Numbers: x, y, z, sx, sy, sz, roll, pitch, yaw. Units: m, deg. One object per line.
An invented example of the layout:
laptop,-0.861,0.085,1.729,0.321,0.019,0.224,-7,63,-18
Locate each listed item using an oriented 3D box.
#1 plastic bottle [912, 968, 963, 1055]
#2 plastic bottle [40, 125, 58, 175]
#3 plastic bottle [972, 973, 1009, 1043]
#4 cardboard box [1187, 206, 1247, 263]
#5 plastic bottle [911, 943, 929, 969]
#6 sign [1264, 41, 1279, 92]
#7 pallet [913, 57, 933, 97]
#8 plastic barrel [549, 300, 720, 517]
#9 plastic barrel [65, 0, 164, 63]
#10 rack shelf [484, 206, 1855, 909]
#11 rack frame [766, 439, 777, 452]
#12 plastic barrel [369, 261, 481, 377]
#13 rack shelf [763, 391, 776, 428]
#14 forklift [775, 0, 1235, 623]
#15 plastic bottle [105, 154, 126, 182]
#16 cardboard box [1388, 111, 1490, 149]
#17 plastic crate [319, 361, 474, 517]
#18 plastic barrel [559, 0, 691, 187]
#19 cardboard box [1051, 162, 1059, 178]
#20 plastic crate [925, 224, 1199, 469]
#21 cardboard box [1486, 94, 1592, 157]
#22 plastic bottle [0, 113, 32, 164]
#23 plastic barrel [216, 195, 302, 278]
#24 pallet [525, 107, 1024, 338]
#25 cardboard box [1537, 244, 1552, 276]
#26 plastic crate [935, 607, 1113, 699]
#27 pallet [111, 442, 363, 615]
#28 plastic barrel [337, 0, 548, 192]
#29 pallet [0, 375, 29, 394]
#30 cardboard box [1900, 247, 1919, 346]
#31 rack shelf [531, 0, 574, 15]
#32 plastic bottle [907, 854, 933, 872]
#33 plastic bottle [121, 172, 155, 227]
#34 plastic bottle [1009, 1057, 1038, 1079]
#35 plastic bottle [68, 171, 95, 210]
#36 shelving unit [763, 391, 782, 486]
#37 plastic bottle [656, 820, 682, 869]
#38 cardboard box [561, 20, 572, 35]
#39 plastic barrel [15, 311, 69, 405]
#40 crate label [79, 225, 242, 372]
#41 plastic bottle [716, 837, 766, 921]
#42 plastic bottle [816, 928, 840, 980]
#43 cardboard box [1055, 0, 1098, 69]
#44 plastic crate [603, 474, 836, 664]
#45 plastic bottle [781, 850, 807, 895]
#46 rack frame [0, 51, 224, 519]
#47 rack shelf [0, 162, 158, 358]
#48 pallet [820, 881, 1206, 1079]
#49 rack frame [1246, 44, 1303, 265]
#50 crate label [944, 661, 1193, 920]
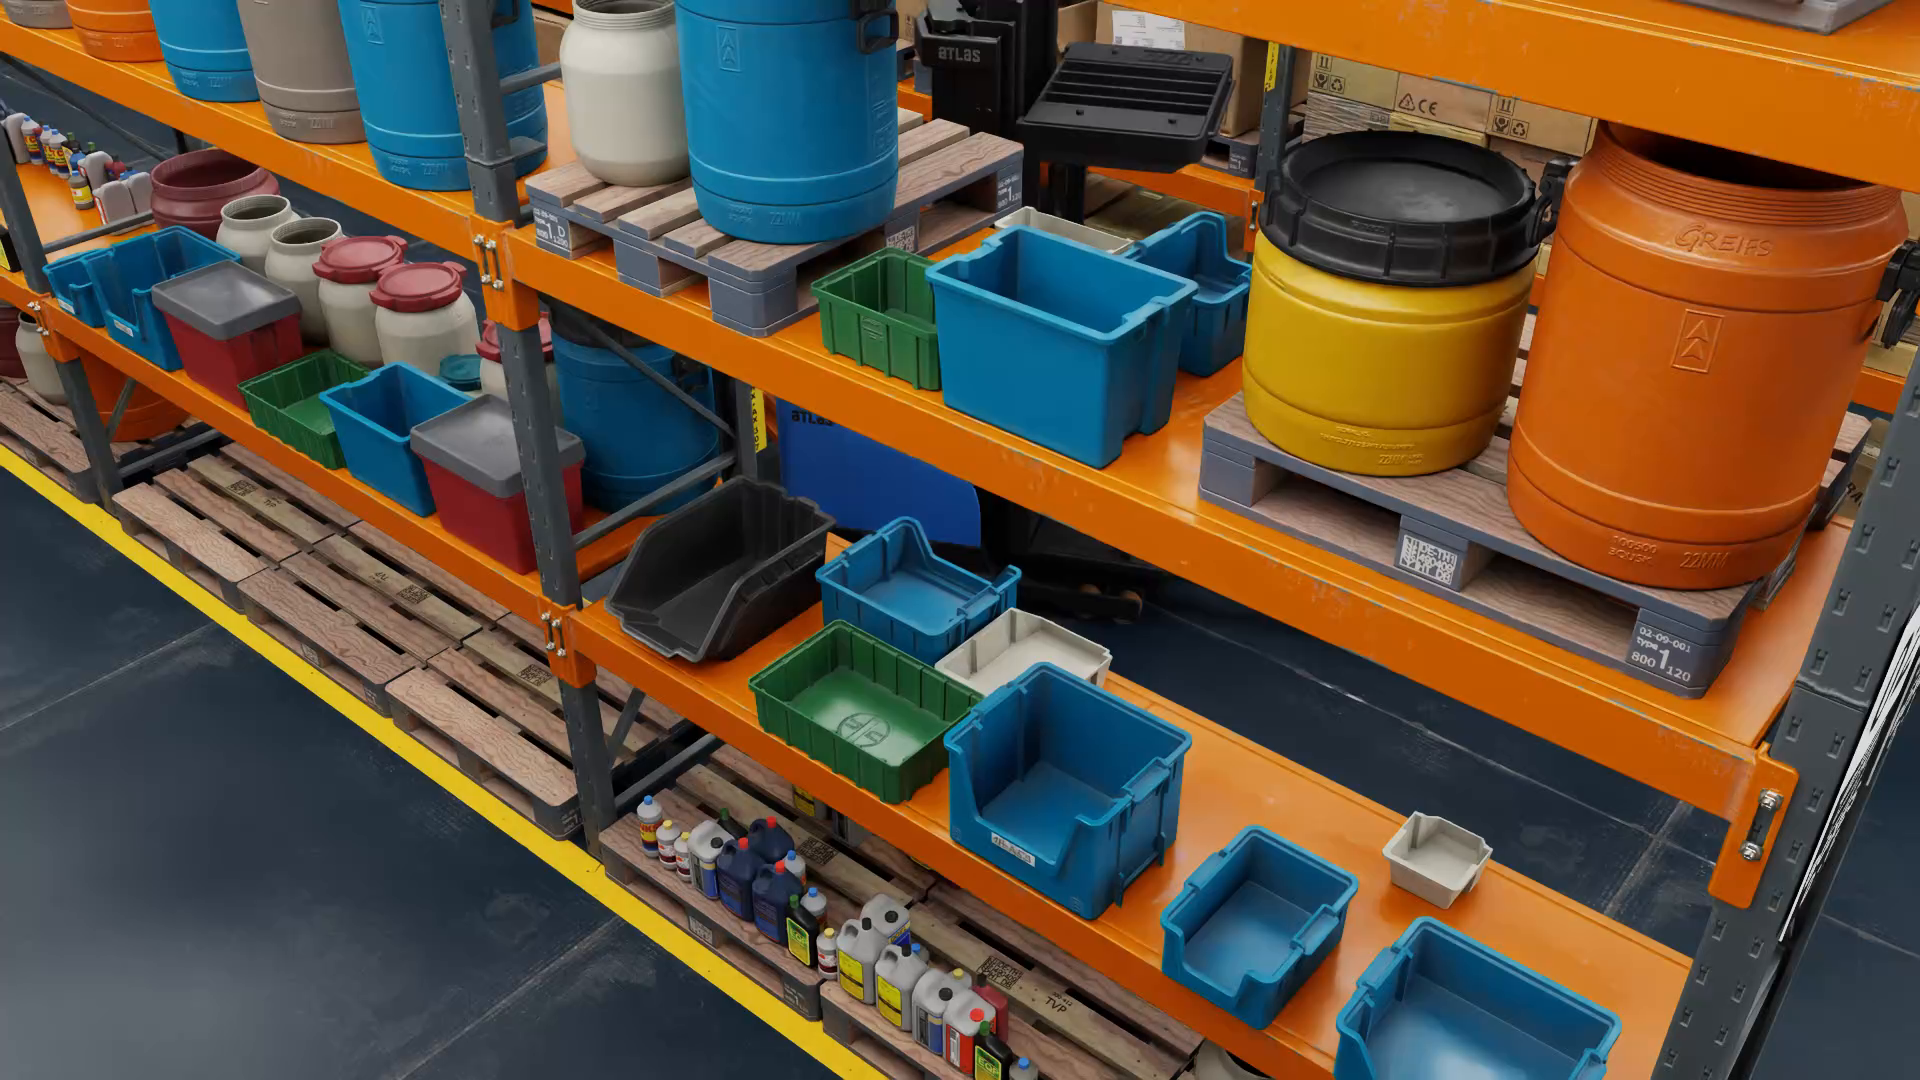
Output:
plastic bottle,-0.072,1.623,5.755,0.135,0.276,0.152,24,41,31
plastic bottle,-5.153,-2.221,9.449,0.097,0.271,0.097,0,34,0
plastic bottle,0.103,1.623,5.747,0.133,0.283,0.061,25,42,32
cardboard box,1.540,-1.677,10.362,0.500,0.500,0.700,22,40,28
plastic bottle,-0.158,1.527,5.960,0.097,0.201,0.097,0,34,0
sign,1.646,-2.529,8.760,0.005,0.325,0.100,25,42,32
pallet,0.471,-2.965,10.587,1.213,0.211,1.003,25,42,32
plastic barrel,-1.274,-0.618,6.557,0.708,0.901,0.600,25,42,32
plastic barrel,-3.250,-2.373,6.527,0.708,0.830,0.600,25,42,32
rack shelf,0.366,-0.355,4.603,4.000,0.370,1.077,25,42,32
rack frame,-1.107,-0.981,9.119,0.240,1.200,0.015,-18,38,-24
plastic barrel,-2.330,-0.903,7.296,0.433,0.535,0.433,0,34,0
rack shelf,-0.987,-0.805,8.982,0.258,0.148,0.480,-18,38,-24
forklift,0.668,-1.136,7.815,3.031,2.935,1.130,8,35,11
plastic bottle,-4.594,-1.977,9.082,0.133,0.283,0.061,25,42,32
cardboard box,2.666,-2.072,8.766,0.500,0.500,0.875,25,42,32
plastic crate,-2.218,-0.397,6.693,0.575,0.384,0.392,25,42,32
plastic barrel,-0.966,-1.354,4.952,0.421,0.512,0.421,0,34,0
cardboard box,0.326,-2.263,11.214,0.500,0.500,0.700,29,44,35
plastic crate,0.245,-0.480,4.164,0.575,0.384,0.392,25,42,32
cardboard box,2.950,-2.235,8.121,0.500,0.500,0.500,25,42,32
plastic bottle,-5.437,-2.337,9.613,0.135,0.276,0.152,25,42,32
plastic barrel,-3.318,-1.355,7.974,0.421,0.512,0.421,0,34,0
pallet,-0.554,-1.079,5.189,1.003,0.211,1.213,25,42,32
cardboard box,3.132,-1.445,8.426,0.250,0.149,0.380,25,42,32
plastic crate,0.239,0.447,5.682,0.437,0.136,0.530,25,42,32
pallet,-3.675,-0.141,8.769,1.213,0.211,1.003,25,42,32
plastic barrel,-1.701,-1.672,5.443,0.708,0.901,0.600,25,42,32
pallet,-5.811,-1.148,10.236,1.213,0.211,1.003,25,42,32
cardboard box,4.667,-1.221,7.527,0.500,0.500,0.875,25,42,32
rack shelf,-2.613,-4.171,12.810,4.000,0.370,1.077,25,42,32
plastic bottle,-0.142,1.147,6.441,0.133,0.283,0.061,25,42,32
plastic bottle,-4.371,-1.835,8.881,0.135,0.276,0.152,25,42,32
plastic bottle,0.211,1.807,5.552,0.097,0.201,0.097,0,34,0
plastic bottle,-4.792,-1.910,9.058,0.097,0.201,0.097,0,34,0
shelving unit,-0.987,-0.861,8.944,0.258,1.200,0.503,-18,38,-24
plastic bottle,-1.129,1.176,6.472,0.097,0.201,0.097,0,34,0
cardboard box,-2.273,-3.626,12.886,0.875,0.875,1.225,25,42,32
plastic barrel,-5.123,-1.071,9.487,0.421,0.512,0.421,0,34,0
crate label,-3.655,-1.125,7.708,0.616,0.435,0.502,25,42,32
plastic bottle,-0.816,1.244,6.240,0.185,0.351,0.144,26,42,33
plastic bottle,-0.469,1.487,6.019,0.097,0.201,0.097,0,34,0
cardboard box,0.607,-3.098,10.149,0.797,0.503,0.637,-29,44,-35
plastic crate,-0.850,0.131,5.964,0.504,0.338,0.767,25,42,32
plastic bottle,-0.628,1.277,6.263,0.097,0.271,0.097,0,34,0
rack frame,-4.245,-1.588,8.413,0.127,3.000,1.000,25,42,32
rack shelf,-5.782,-2.016,9.672,4.000,0.370,1.077,25,42,32
pallet,0.260,1.713,6.069,1.213,0.211,1.003,25,42,32
rack frame,1.998,-2.294,9.441,0.127,3.000,1.000,25,42,32
crate label,0.315,0.746,4.983,0.616,0.435,0.502,25,42,32
